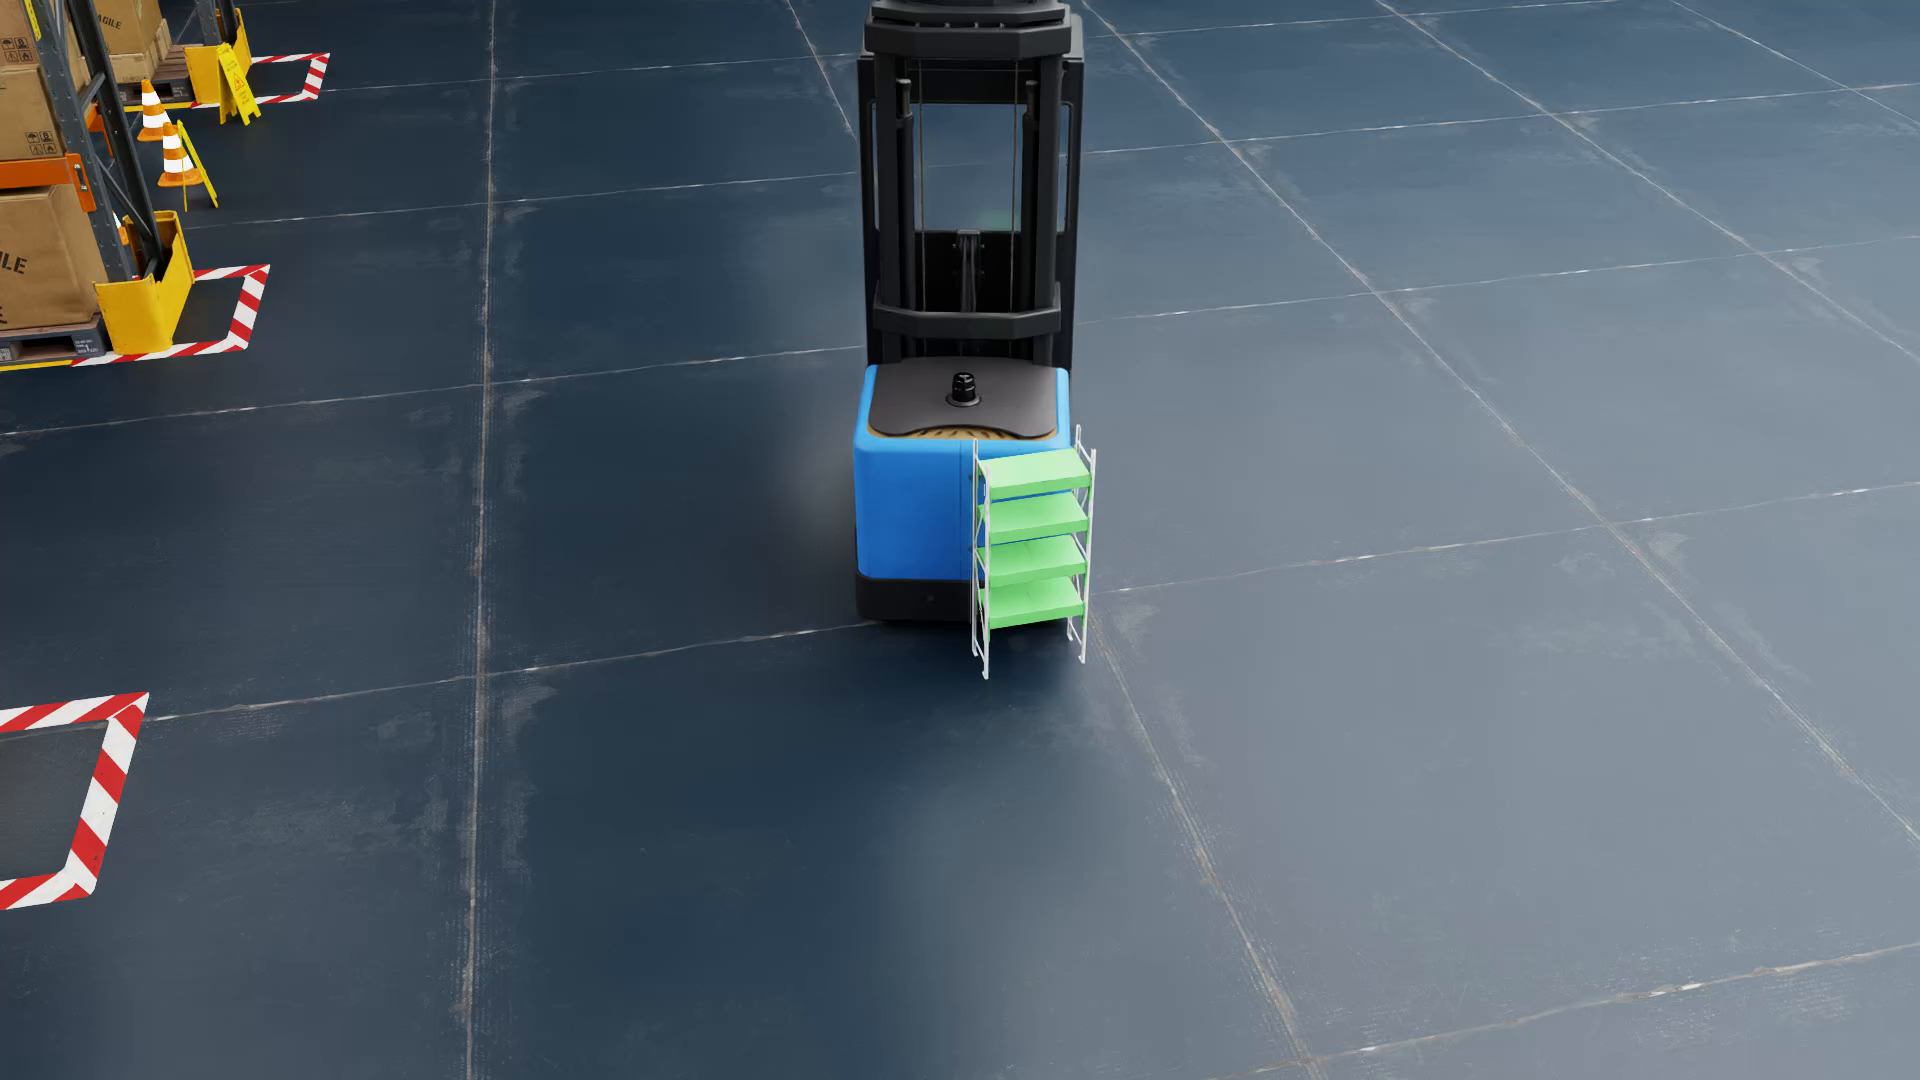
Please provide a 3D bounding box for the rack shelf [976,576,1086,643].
[{"bbox_3d":[0.333,0.323,7.960,0.480,0.148,0.258,-8,35,-12],"label":"rack shelf"}]

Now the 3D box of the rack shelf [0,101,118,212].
[{"bbox_3d":[-7.407,-2.221,10.236,4.000,0.370,1.077,-7,35,-11],"label":"rack shelf"}]

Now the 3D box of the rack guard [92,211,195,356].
[{"bbox_3d":[-5.432,-1.731,11.103,0.348,0.500,1.175,-7,35,-11],"label":"rack guard"}]

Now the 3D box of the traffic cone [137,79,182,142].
[{"bbox_3d":[-6.781,-3.636,13.976,0.334,0.463,0.336,-7,35,-11],"label":"traffic cone"}]

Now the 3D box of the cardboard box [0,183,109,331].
[{"bbox_3d":[-6.103,-1.938,10.700,0.875,0.875,0.875,-7,34,-10],"label":"cardboard box"}]

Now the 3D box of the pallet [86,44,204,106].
[{"bbox_3d":[-7.521,-4.196,15.036,1.213,0.211,1.003,-7,35,-11],"label":"pallet"}]

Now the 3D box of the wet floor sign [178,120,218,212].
[{"bbox_3d":[-5.864,-2.868,12.667,0.232,0.644,0.267,-13,36,-19],"label":"wet floor sign"}]

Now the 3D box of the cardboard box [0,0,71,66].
[{"bbox_3d":[-5.826,-3.252,10.023,0.550,0.550,0.875,-7,35,-11],"label":"cardboard box"}]

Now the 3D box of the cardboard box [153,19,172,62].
[{"bbox_3d":[-7.494,-4.527,15.118,0.500,0.250,0.500,-7,35,-11],"label":"cardboard box"}]

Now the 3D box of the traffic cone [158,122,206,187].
[{"bbox_3d":[-6.205,-3.075,13.139,0.334,0.463,0.336,-7,35,-11],"label":"traffic cone"}]

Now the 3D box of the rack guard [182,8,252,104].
[{"bbox_3d":[-6.720,-4.396,15.075,0.348,0.500,1.175,-7,35,-11],"label":"rack guard"}]

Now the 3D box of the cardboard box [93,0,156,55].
[{"bbox_3d":[-7.370,-4.547,14.475,0.500,0.500,0.500,-7,34,-10],"label":"cardboard box"}]

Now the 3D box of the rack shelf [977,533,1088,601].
[{"bbox_3d":[0.333,0.124,7.826,0.480,0.148,0.258,-8,35,-12],"label":"rack shelf"}]

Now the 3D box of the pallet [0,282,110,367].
[{"bbox_3d":[-6.218,-1.467,10.969,1.213,0.211,1.003,-7,35,-11],"label":"pallet"}]

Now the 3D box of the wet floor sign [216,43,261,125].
[{"bbox_3d":[-6.225,-3.908,14.217,0.232,0.644,0.267,4,34,6],"label":"wet floor sign"}]

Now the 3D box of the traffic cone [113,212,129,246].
[{"bbox_3d":[-6.287,-2.419,12.162,0.334,0.463,0.336,-7,35,-11],"label":"traffic cone"}]

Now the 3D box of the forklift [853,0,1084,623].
[{"bbox_3d":[0.062,-1.598,8.724,1.130,2.935,3.031,1,34,2],"label":"forklift"}]

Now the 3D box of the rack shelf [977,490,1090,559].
[{"bbox_3d":[0.333,-0.075,7.693,0.480,0.148,0.258,-8,35,-12],"label":"rack shelf"}]

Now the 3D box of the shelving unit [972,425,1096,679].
[{"bbox_3d":[0.333,0.071,7.791,0.503,1.200,0.258,-8,35,-12],"label":"shelving unit"}]

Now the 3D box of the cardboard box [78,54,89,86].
[{"bbox_3d":[-7.882,-4.171,14.588,0.500,0.250,0.500,-7,35,-10],"label":"cardboard box"}]

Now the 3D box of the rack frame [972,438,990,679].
[{"bbox_3d":[0.097,0.105,7.739,0.015,1.200,0.240,-8,35,-12],"label":"rack frame"}]

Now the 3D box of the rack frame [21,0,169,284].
[{"bbox_3d":[-5.456,-2.766,10.402,0.127,3.000,1.000,-7,35,-11],"label":"rack frame"}]

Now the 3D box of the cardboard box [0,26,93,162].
[{"bbox_3d":[-5.808,-2.758,10.256,0.550,0.550,0.875,-7,35,-11],"label":"cardboard box"}]

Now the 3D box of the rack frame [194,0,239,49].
[{"bbox_3d":[-6.646,-5.443,14.393,0.127,3.000,1.000,-7,35,-11],"label":"rack frame"}]

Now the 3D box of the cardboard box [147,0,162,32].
[{"bbox_3d":[-7.517,-4.835,14.904,0.500,0.500,0.500,-8,35,-12],"label":"cardboard box"}]

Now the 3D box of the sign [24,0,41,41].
[{"bbox_3d":[-5.350,-3.048,9.572,0.005,0.325,0.100,-7,35,-11],"label":"sign"}]

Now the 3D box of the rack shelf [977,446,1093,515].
[{"bbox_3d":[0.333,-0.275,7.559,0.480,0.148,0.258,-8,35,-12],"label":"rack shelf"}]

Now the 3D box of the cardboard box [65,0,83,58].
[{"bbox_3d":[-7.879,-4.481,14.377,0.500,0.500,0.500,-6,34,-9],"label":"cardboard box"}]

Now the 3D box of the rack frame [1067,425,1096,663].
[{"bbox_3d":[0.569,0.036,7.842,0.015,1.200,0.240,-8,35,-12],"label":"rack frame"}]

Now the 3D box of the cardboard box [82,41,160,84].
[{"bbox_3d":[-7.399,-4.228,14.672,0.500,0.250,0.500,-7,35,-11],"label":"cardboard box"}]
